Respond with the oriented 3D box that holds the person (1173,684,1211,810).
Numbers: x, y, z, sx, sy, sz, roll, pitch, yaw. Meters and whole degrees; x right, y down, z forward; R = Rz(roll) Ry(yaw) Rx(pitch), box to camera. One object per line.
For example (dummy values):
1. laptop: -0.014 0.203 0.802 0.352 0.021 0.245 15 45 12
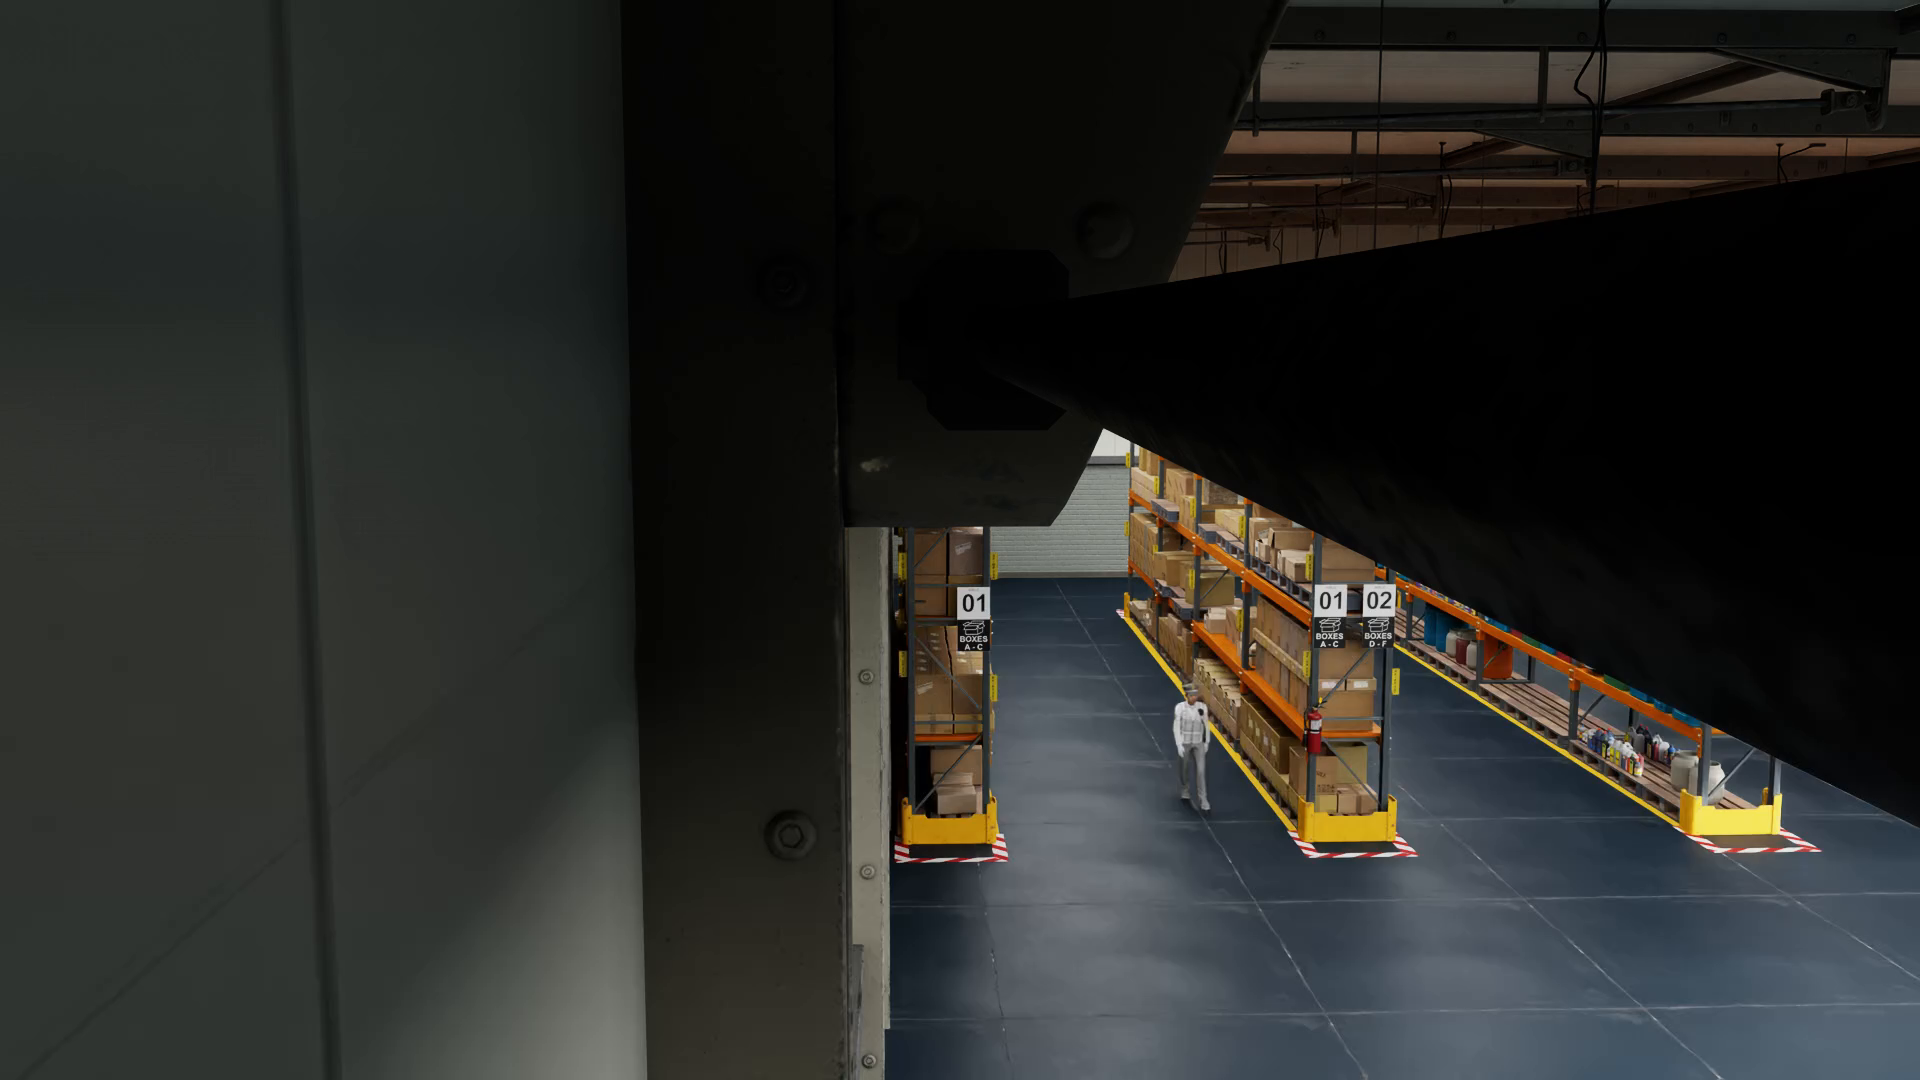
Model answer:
1. person: 3.064 2.698 21.953 0.505 1.623 0.991 1 7 5
